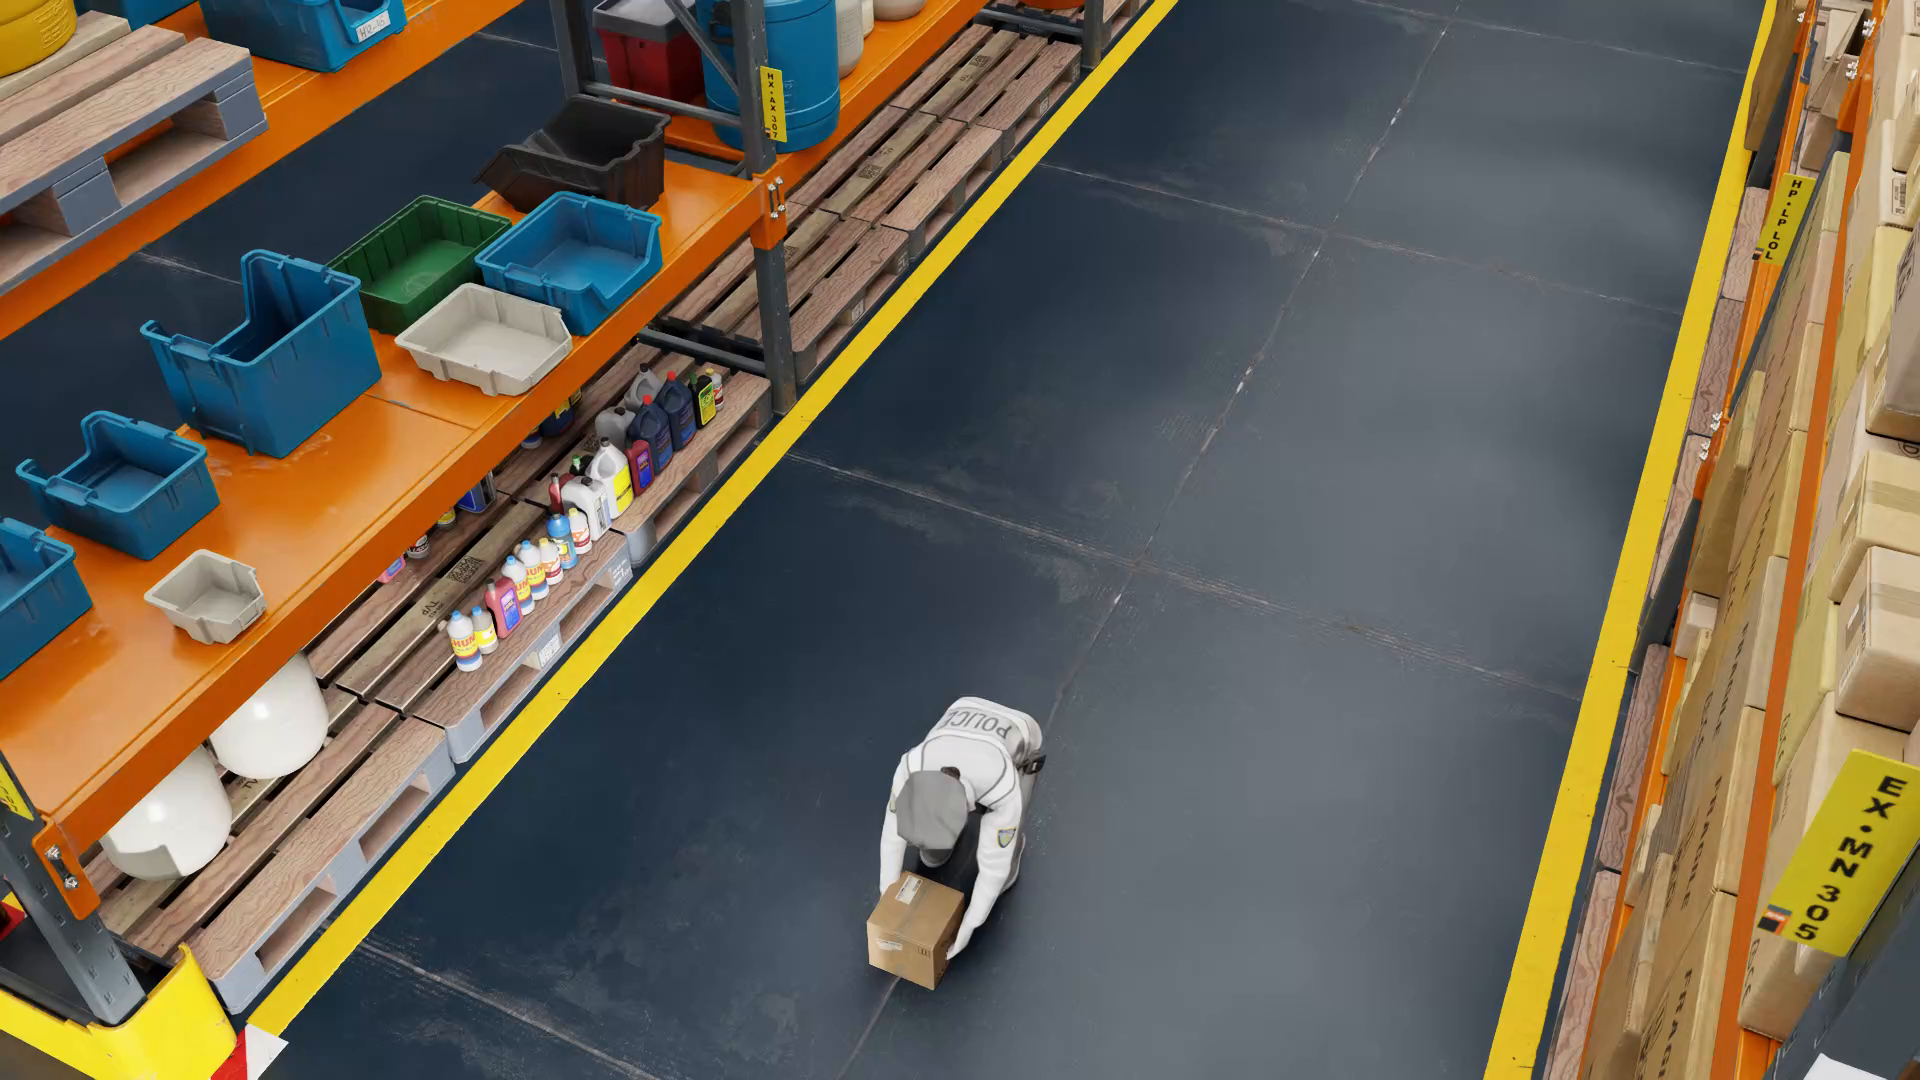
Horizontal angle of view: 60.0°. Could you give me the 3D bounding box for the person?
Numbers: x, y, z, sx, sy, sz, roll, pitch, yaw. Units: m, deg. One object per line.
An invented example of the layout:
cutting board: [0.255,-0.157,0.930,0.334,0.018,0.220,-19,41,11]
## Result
person: [0.011,0.913,5.730,0.486,0.899,0.856,17,45,18]
